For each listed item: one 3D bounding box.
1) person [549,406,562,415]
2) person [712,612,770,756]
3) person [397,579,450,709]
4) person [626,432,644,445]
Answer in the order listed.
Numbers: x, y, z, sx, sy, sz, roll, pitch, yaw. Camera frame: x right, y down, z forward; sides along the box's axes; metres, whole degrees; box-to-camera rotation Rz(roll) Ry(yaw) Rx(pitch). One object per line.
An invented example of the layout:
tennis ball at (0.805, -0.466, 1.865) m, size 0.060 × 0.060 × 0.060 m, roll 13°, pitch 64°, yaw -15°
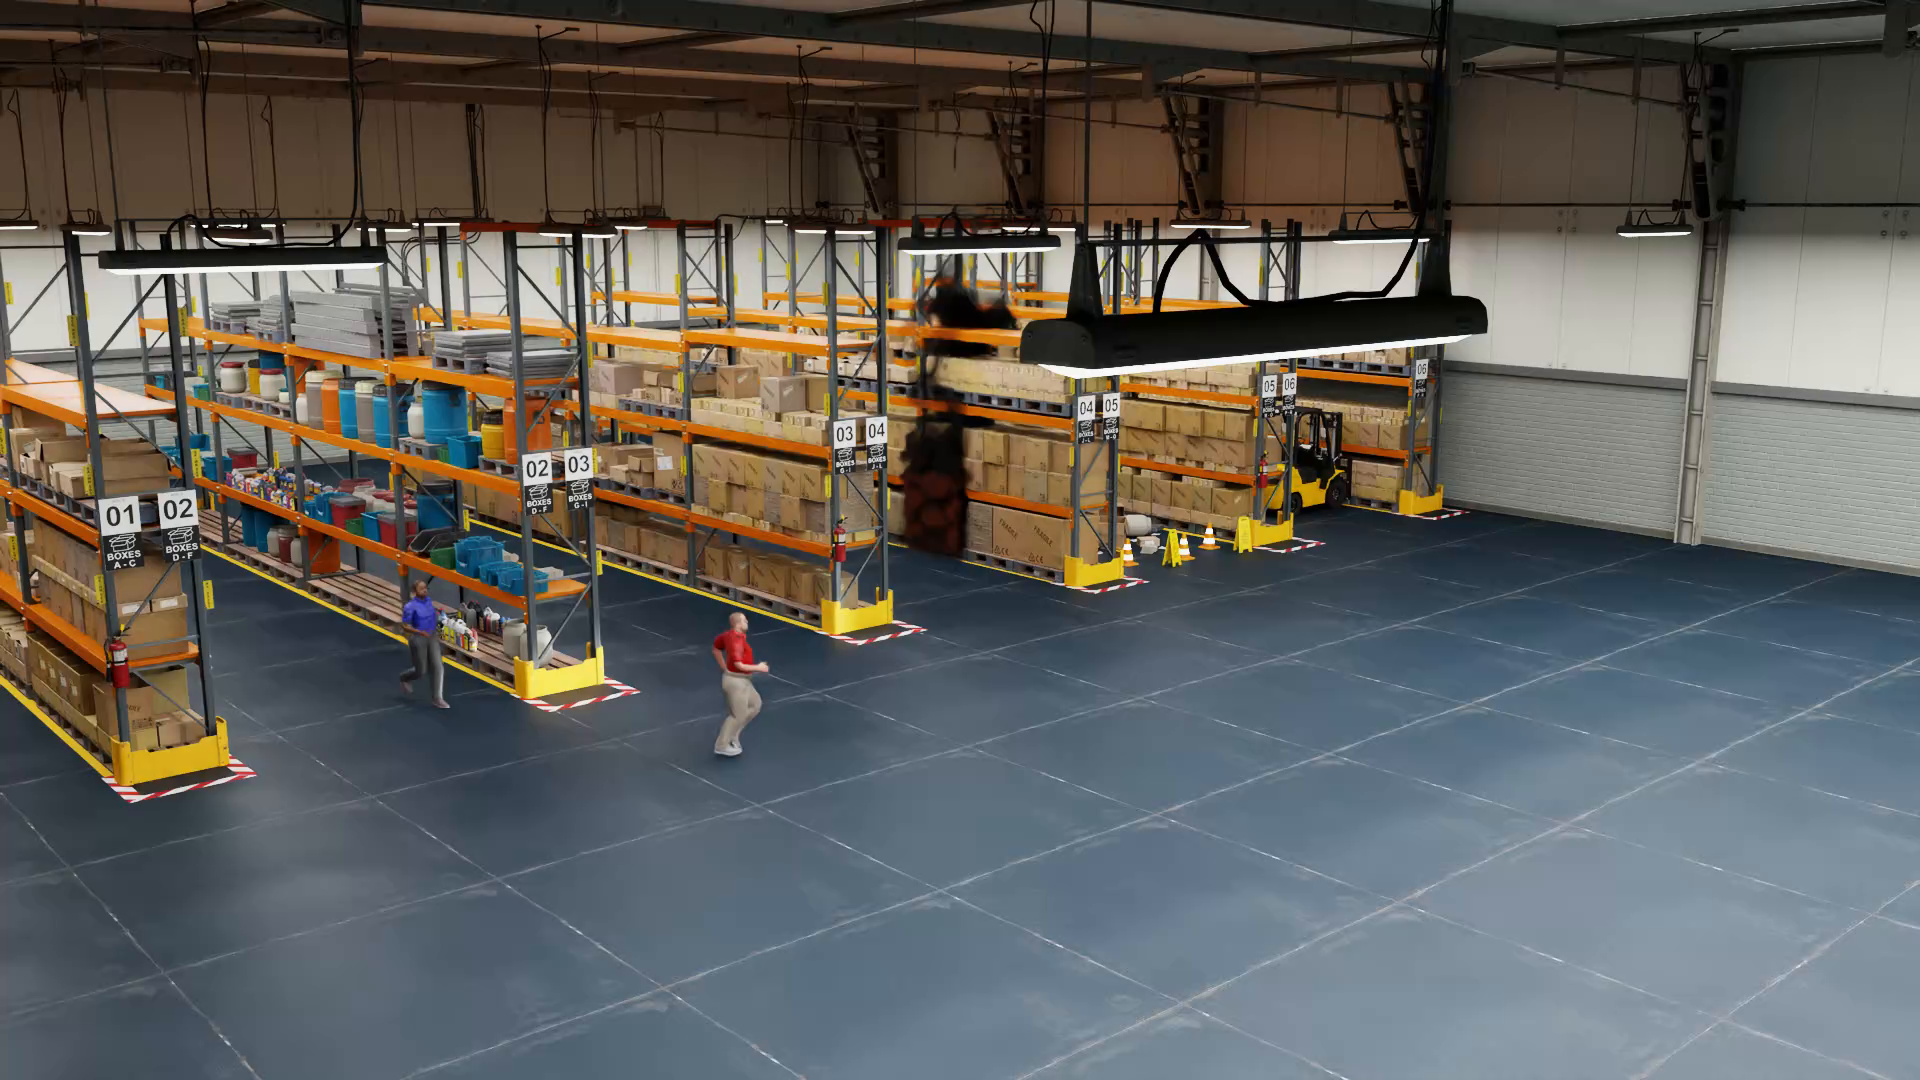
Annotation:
person at (-9.955, -2.478, 39.884) m, size 0.809 × 1.733 × 0.823 m, roll 7°, pitch 14°, yaw 33°
person at (-2.548, 1.670, 19.317) m, size 0.675 × 1.715 × 0.641 m, roll -3°, pitch 12°, yaw -14°
person at (-6.872, 1.309, 21.261) m, size 0.851 × 1.650 × 0.579 m, roll 7°, pitch 14°, yaw 33°
person at (-8.121, -2.786, 41.555) m, size 0.670 × 1.657 × 0.782 m, roll 1°, pitch 11°, yaw 4°
